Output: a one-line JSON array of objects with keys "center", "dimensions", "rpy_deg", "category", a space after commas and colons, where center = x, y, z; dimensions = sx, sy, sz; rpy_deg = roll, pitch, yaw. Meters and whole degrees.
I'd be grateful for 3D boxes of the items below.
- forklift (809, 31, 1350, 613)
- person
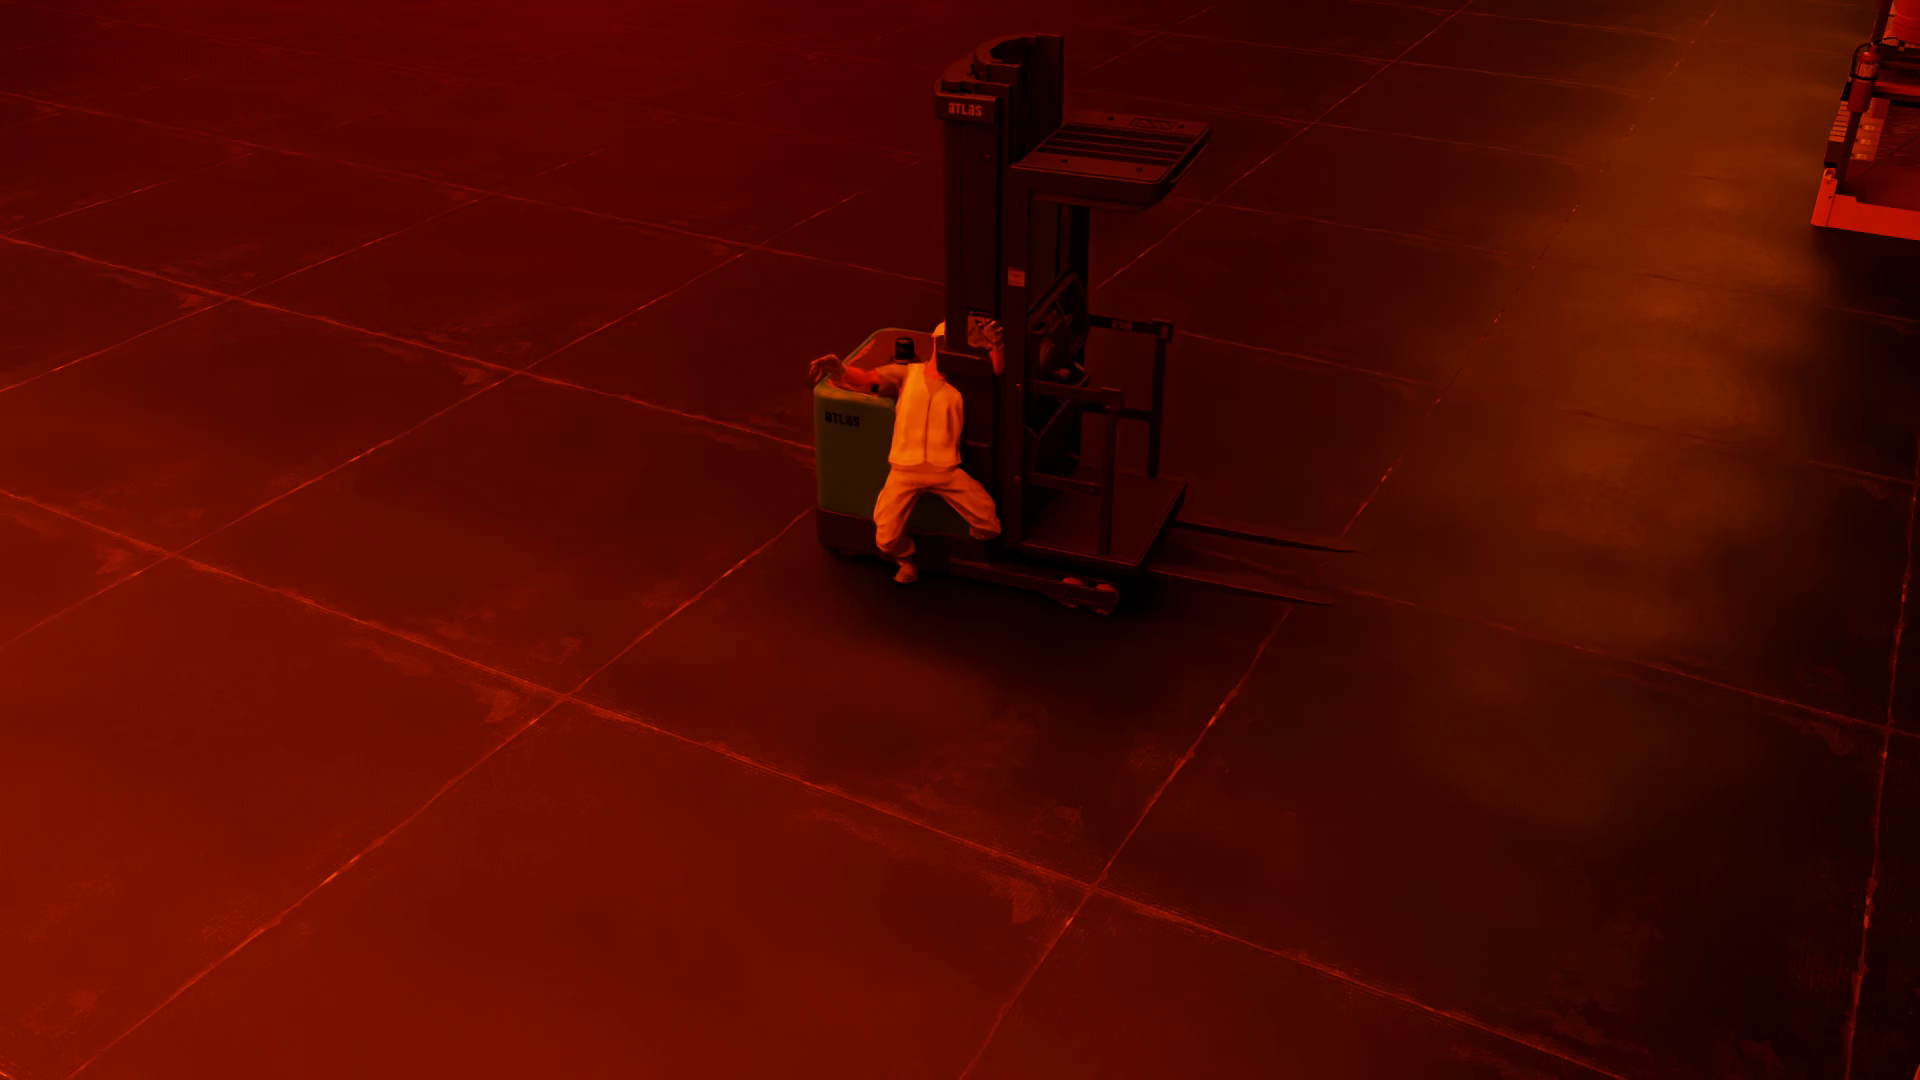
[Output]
[{"center": [0.700, -1.161, 9.083], "dimensions": [3.031, 2.935, 1.130], "rpy_deg": [11, 32, 18], "category": "forklift"}, {"center": [-0.202, -0.504, 9.193], "dimensions": [1.029, 1.668, 0.762], "rpy_deg": [-1, 30, -1], "category": "person"}]
